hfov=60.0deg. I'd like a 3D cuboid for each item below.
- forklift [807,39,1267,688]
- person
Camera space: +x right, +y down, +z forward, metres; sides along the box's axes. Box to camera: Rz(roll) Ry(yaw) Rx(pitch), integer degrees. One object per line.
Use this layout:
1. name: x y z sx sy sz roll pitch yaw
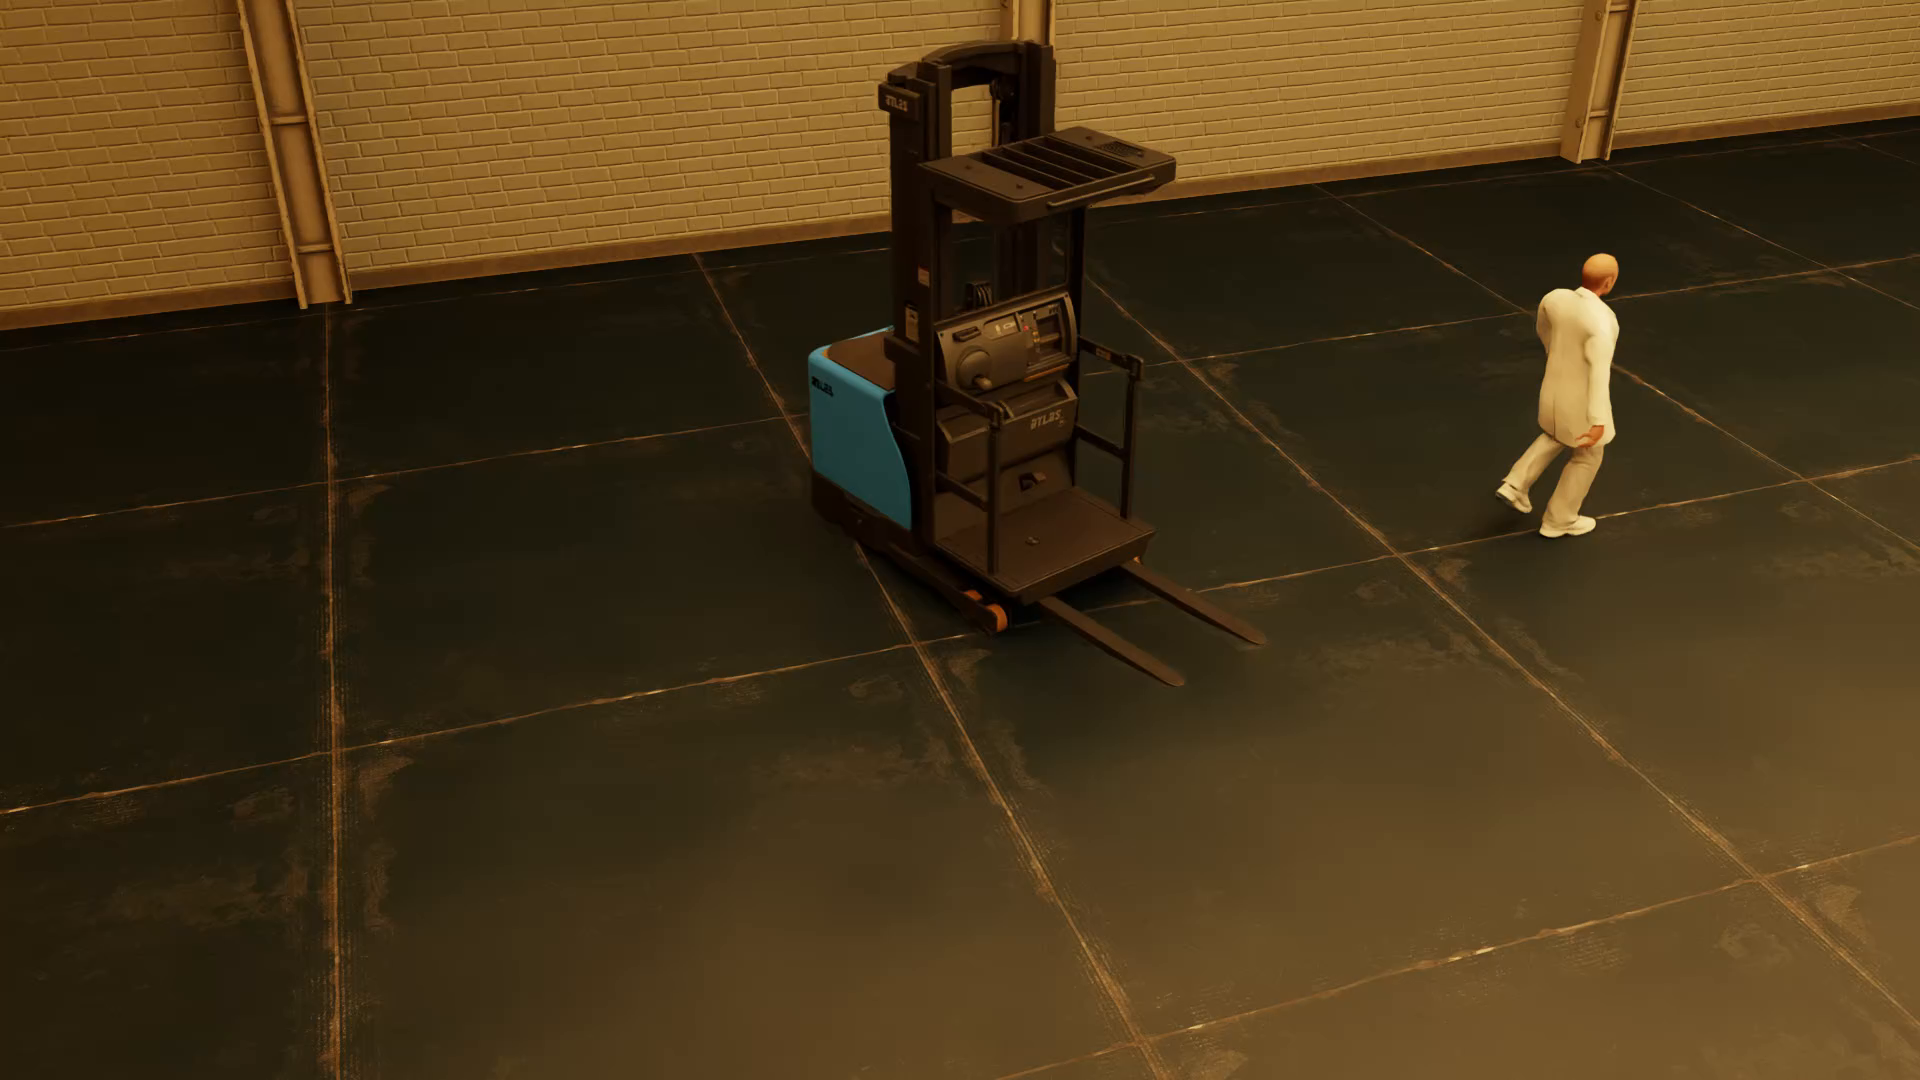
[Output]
1. forklift: 0.396 -1.035 8.887 1.130 2.935 3.031 -22 36 -33
2. person: 3.557 -0.830 9.709 0.597 1.760 0.826 -12 32 -20
